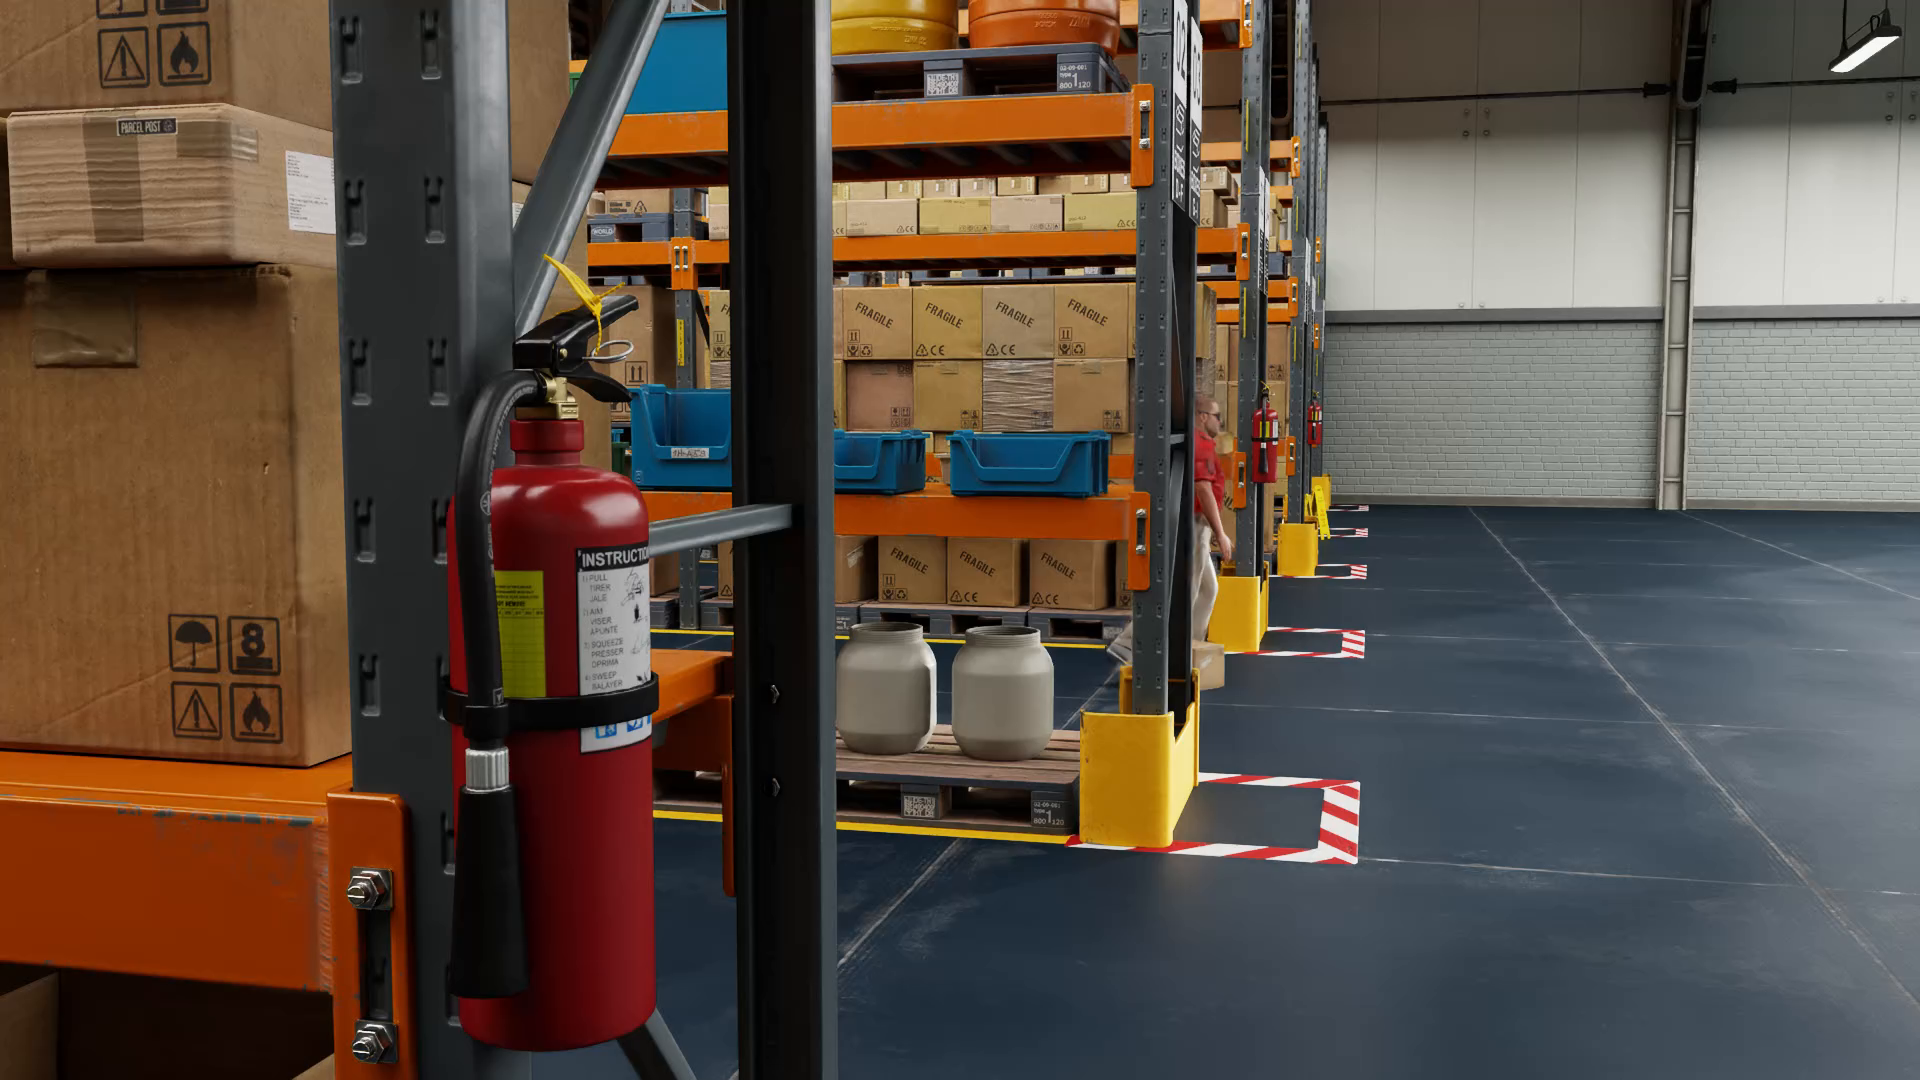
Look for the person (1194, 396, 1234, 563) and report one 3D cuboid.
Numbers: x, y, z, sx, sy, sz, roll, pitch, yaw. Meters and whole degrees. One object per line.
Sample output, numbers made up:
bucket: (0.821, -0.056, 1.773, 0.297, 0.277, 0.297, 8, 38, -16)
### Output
person: (1.396, -0.351, 9.936, 0.366, 1.015, 0.623, -1, 5, -10)
